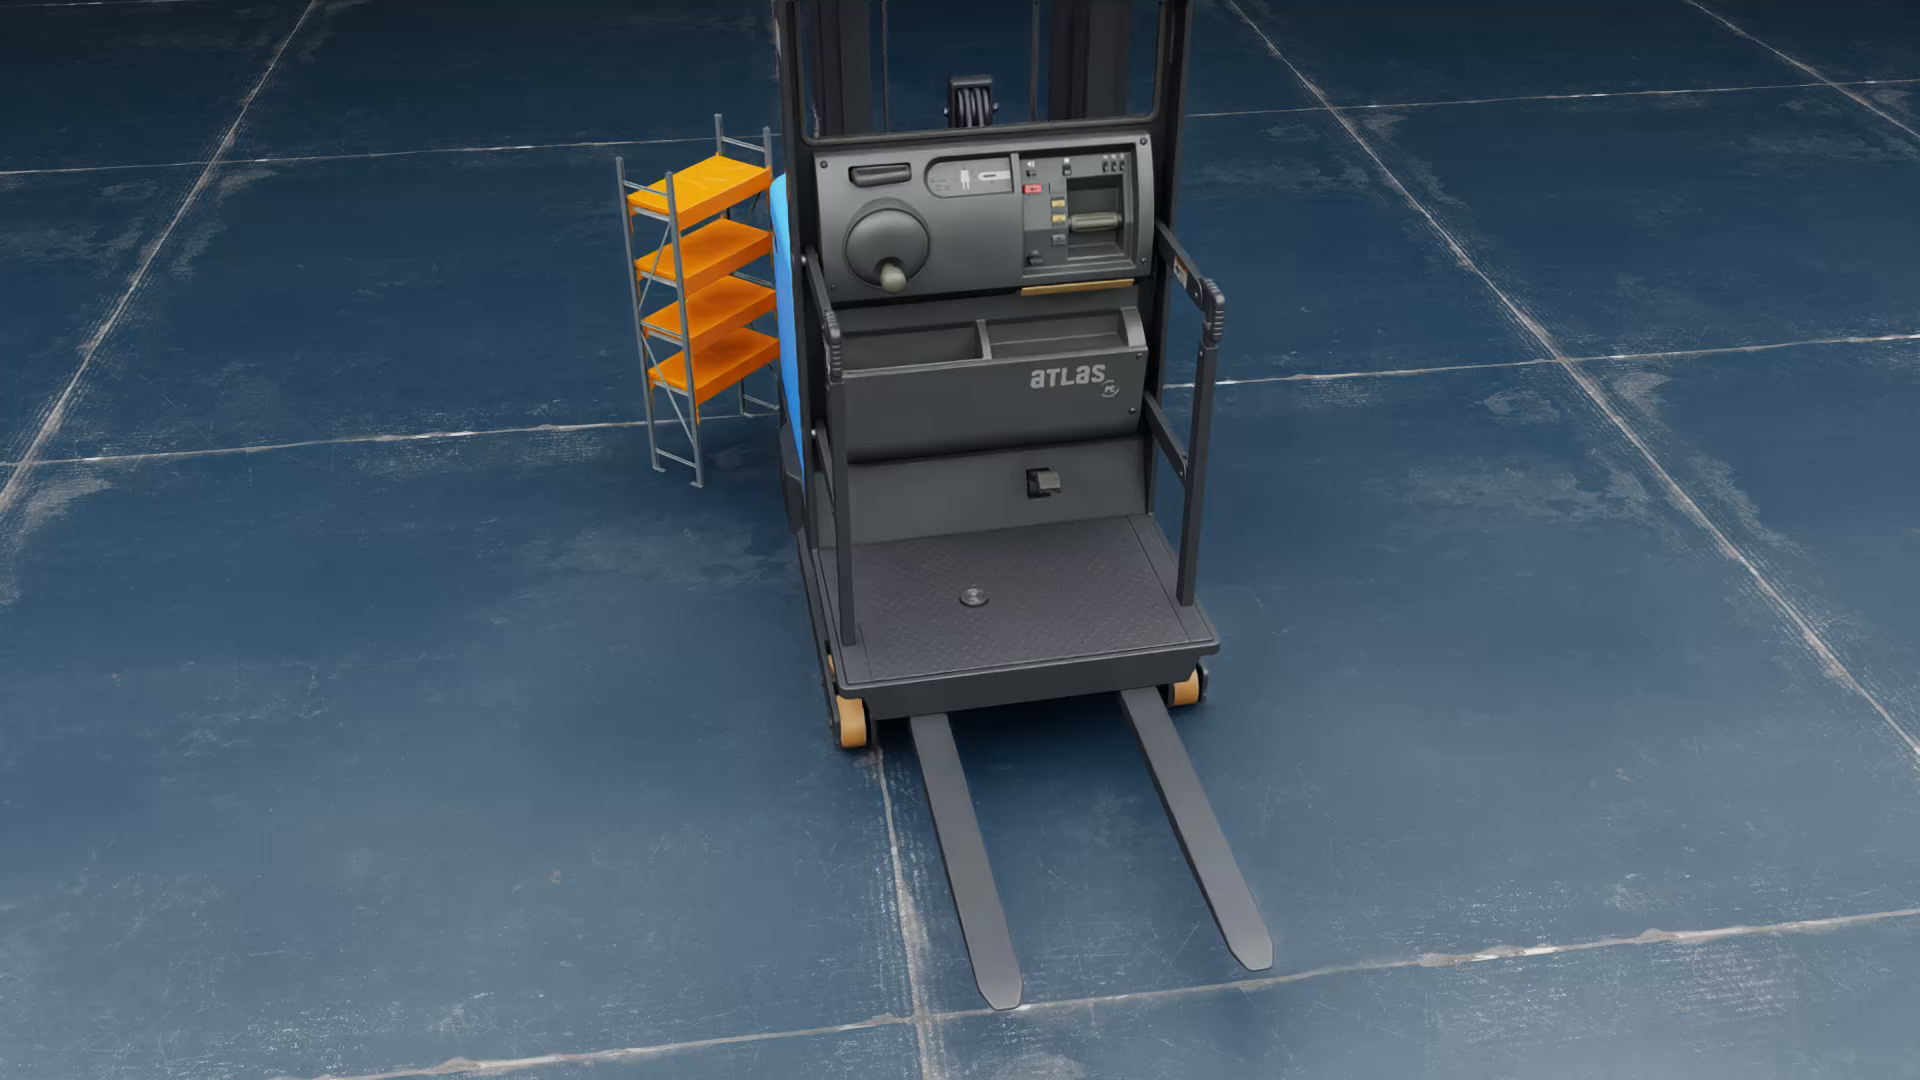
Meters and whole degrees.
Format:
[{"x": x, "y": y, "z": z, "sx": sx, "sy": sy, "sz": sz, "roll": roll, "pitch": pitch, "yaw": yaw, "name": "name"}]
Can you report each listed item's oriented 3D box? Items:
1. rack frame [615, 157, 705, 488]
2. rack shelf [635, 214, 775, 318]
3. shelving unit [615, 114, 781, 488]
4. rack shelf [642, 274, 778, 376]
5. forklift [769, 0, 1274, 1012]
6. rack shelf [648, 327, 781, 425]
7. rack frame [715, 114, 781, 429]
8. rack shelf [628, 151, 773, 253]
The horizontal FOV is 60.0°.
[{"x": -1.029, "y": -0.724, "z": 5.746, "sx": 0.240, "sy": 1.200, "sz": 0.015, "roll": 21, "pitch": 40, "yaw": 28, "name": "rack frame"}, {"x": -0.891, "y": -0.966, "z": 5.824, "sx": 0.258, "sy": 0.148, "sz": 0.480, "roll": 21, "pitch": 40, "yaw": 28, "name": "rack shelf"}, {"x": -0.891, "y": -0.837, "z": 5.912, "sx": 0.258, "sy": 1.200, "sz": 0.503, "roll": 21, "pitch": 40, "yaw": 28, "name": "shelving unit"}, {"x": -0.891, "y": -0.781, "z": 5.950, "sx": 0.258, "sy": 0.148, "sz": 0.480, "roll": 21, "pitch": 40, "yaw": 28, "name": "rack shelf"}, {"x": 0.118, "y": -0.829, "z": 4.364, "sx": 1.130, "sy": 2.935, "sz": 3.031, "roll": -6, "pitch": 35, "yaw": -9, "name": "forklift"}, {"x": -0.891, "y": -0.617, "z": 6.062, "sx": 0.258, "sy": 0.148, "sz": 0.480, "roll": 21, "pitch": 40, "yaw": 28, "name": "rack shelf"}, {"x": -0.753, "y": -0.950, "z": 6.079, "sx": 0.240, "sy": 1.200, "sz": 0.015, "roll": 21, "pitch": 40, "yaw": 28, "name": "rack frame"}, {"x": -0.891, "y": -1.162, "z": 5.691, "sx": 0.258, "sy": 0.148, "sz": 0.480, "roll": 21, "pitch": 40, "yaw": 28, "name": "rack shelf"}]
